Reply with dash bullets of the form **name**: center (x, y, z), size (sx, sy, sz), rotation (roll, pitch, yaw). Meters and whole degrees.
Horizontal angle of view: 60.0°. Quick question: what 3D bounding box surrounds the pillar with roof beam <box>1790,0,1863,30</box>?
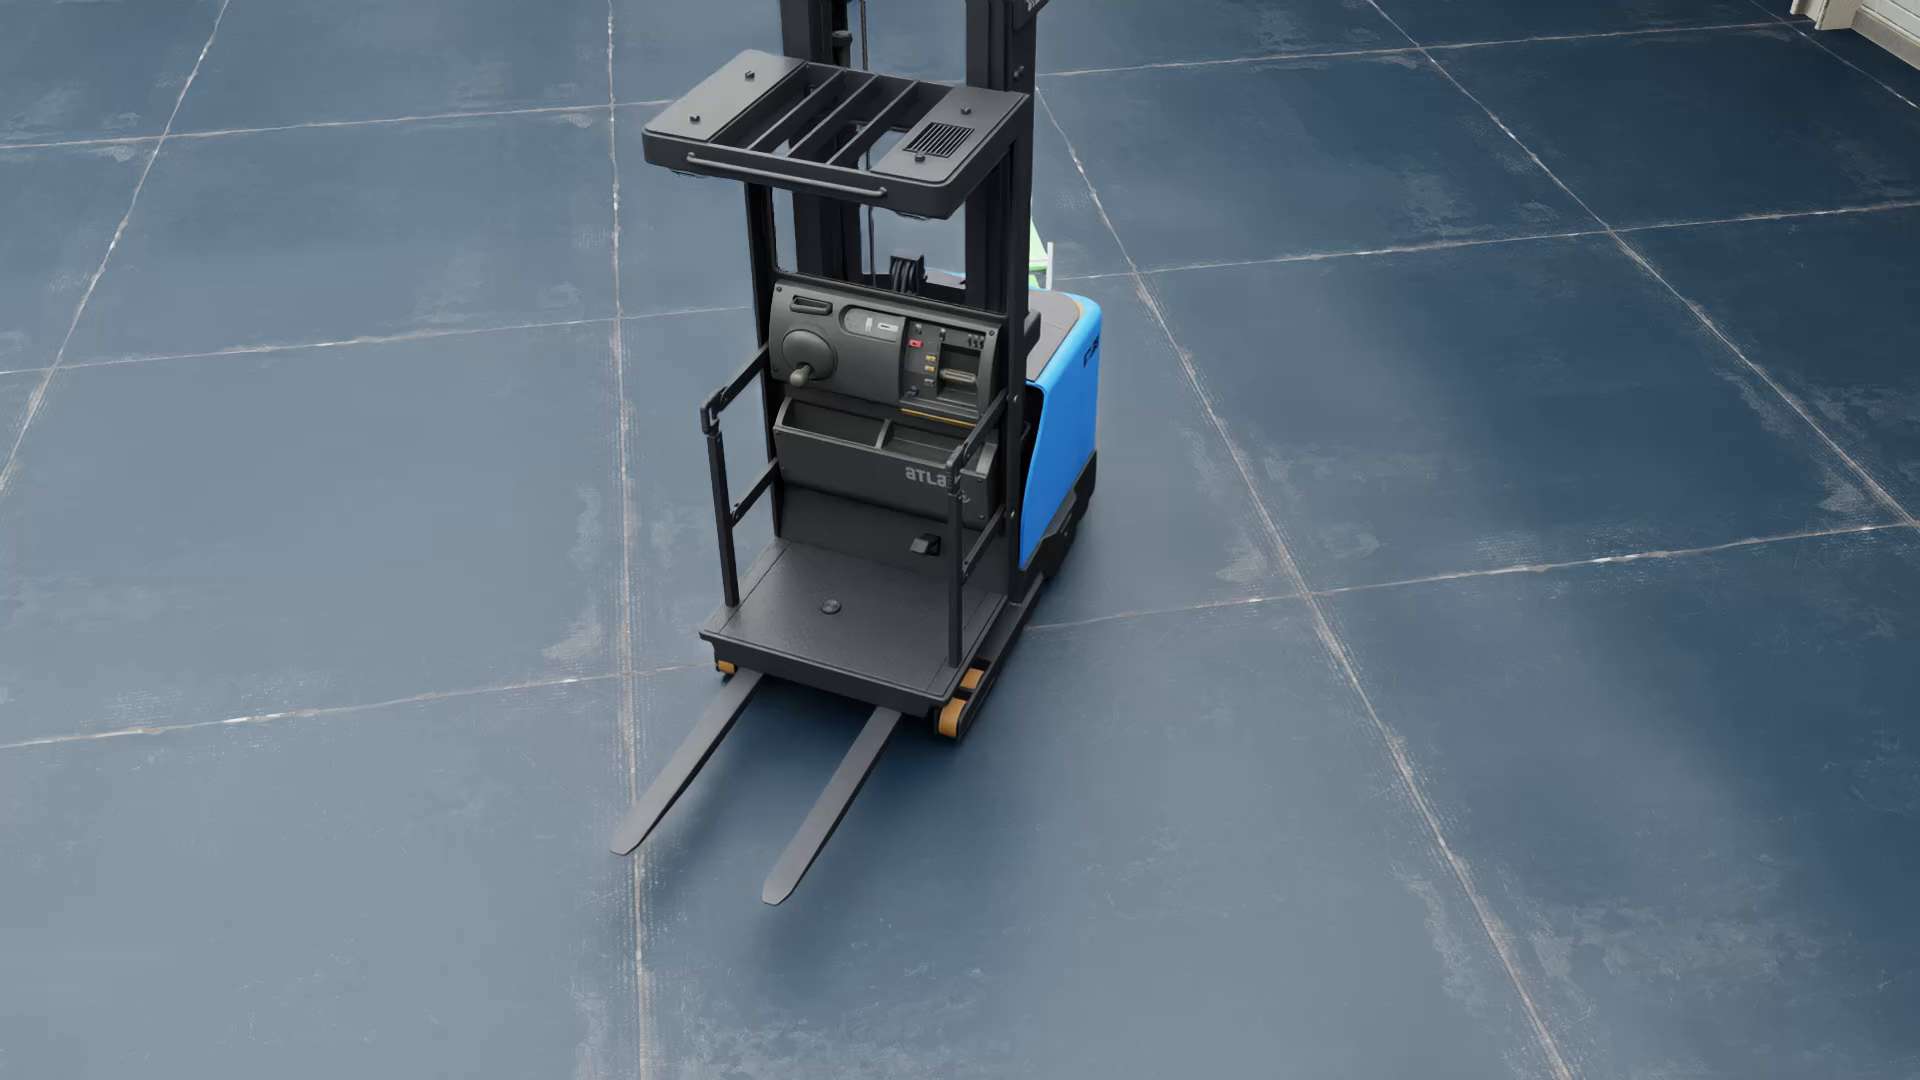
- **pillar with roof beam**: center (2.487, -7.152, 9.621), size (9.100, 9.000, 0.400), rotation (-6, 38, -8)

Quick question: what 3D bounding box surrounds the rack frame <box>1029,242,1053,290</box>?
- **rack frame**: center (0.299, -0.858, 7.876), size (0.240, 1.200, 0.015), rotation (-6, 38, -7)

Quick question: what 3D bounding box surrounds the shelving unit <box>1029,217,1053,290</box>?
- **shelving unit**: center (0.260, -1.005, 8.066), size (0.258, 1.200, 0.503), rotation (-6, 38, -7)

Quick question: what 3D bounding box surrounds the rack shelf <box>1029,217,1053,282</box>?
- **rack shelf**: center (0.260, -1.334, 7.811), size (0.258, 0.148, 0.480), rotation (-6, 38, -7)

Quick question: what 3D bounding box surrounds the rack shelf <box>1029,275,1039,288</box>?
- **rack shelf**: center (0.260, -1.144, 7.958), size (0.258, 0.148, 0.480), rotation (-6, 38, -7)

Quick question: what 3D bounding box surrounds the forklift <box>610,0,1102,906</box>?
- **forklift**: center (-0.378, -0.652, 6.200), size (1.130, 2.935, 3.031), rotation (14, 40, 17)
